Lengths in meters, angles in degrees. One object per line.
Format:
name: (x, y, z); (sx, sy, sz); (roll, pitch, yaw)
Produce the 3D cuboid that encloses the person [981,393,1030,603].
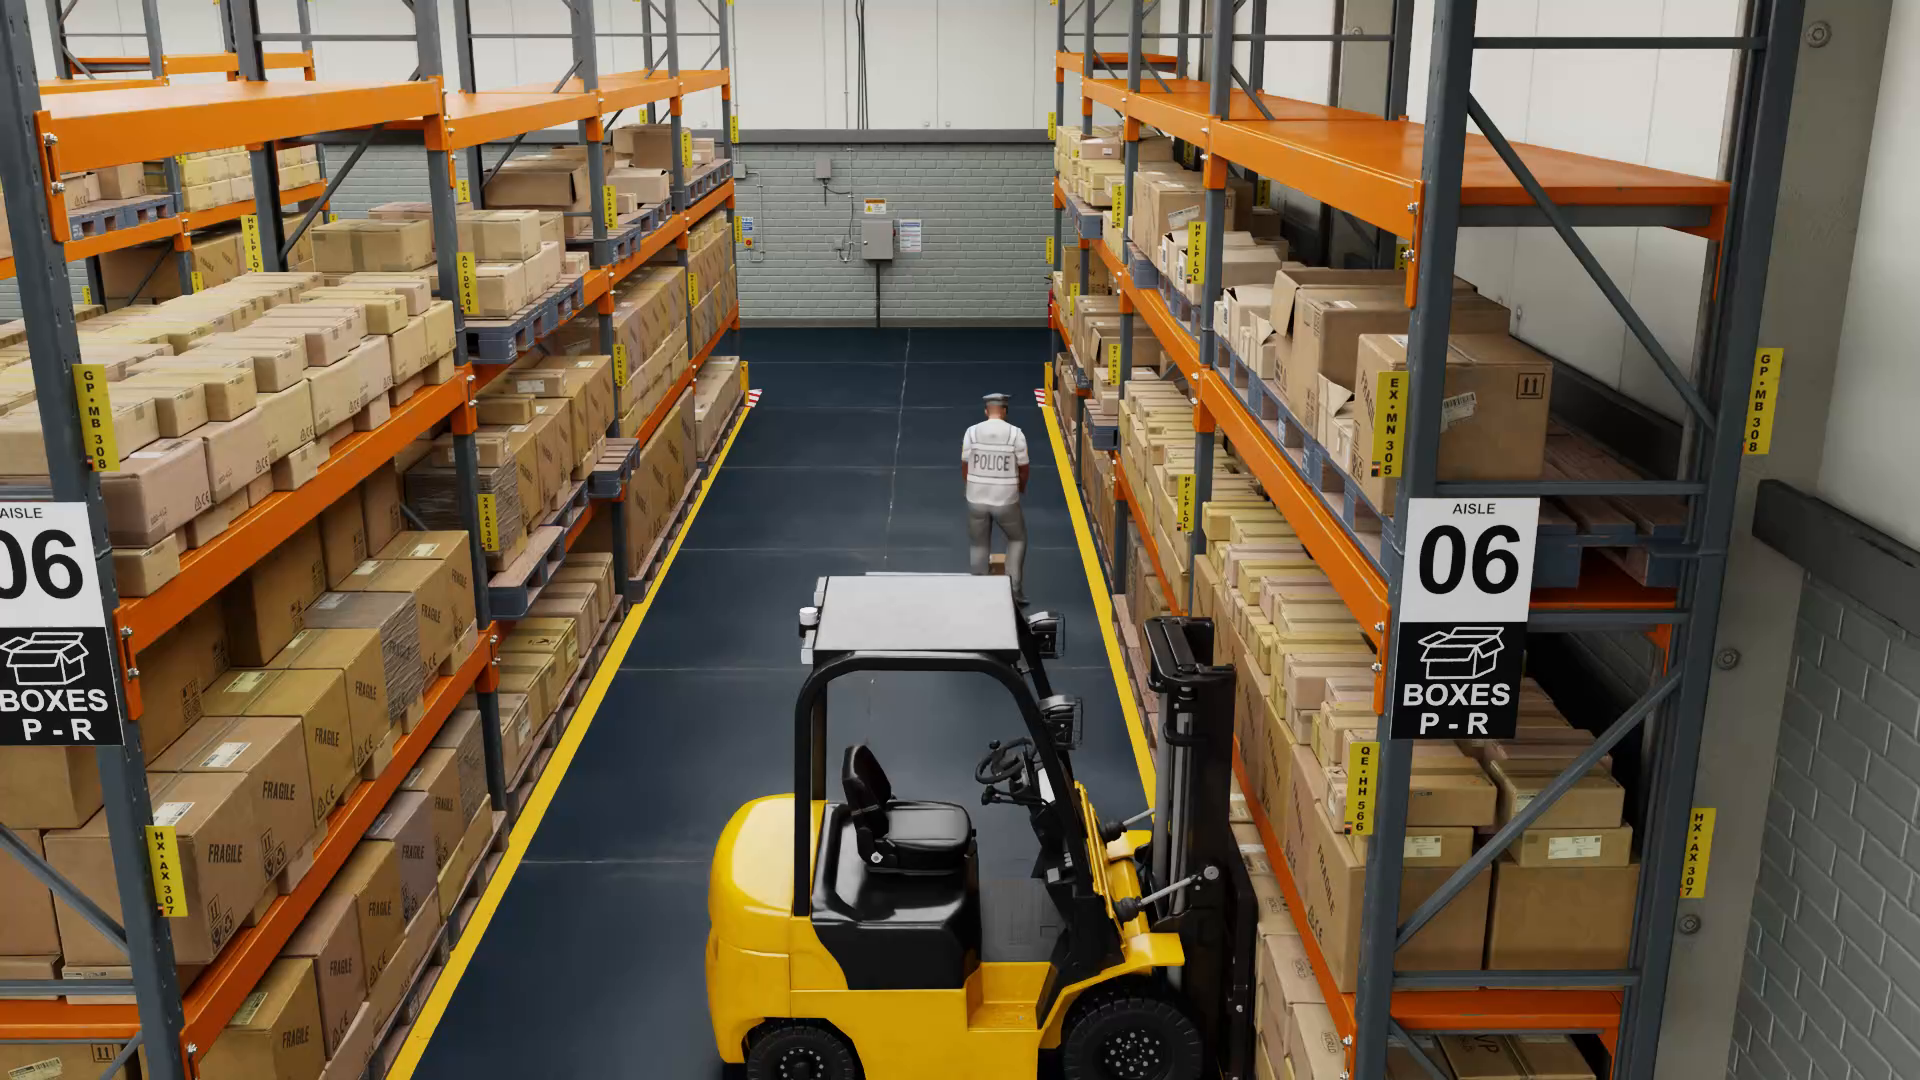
person: (0.350, -0.323, 13.600); (0.463, 1.759, 0.399); (3, 17, 8)
